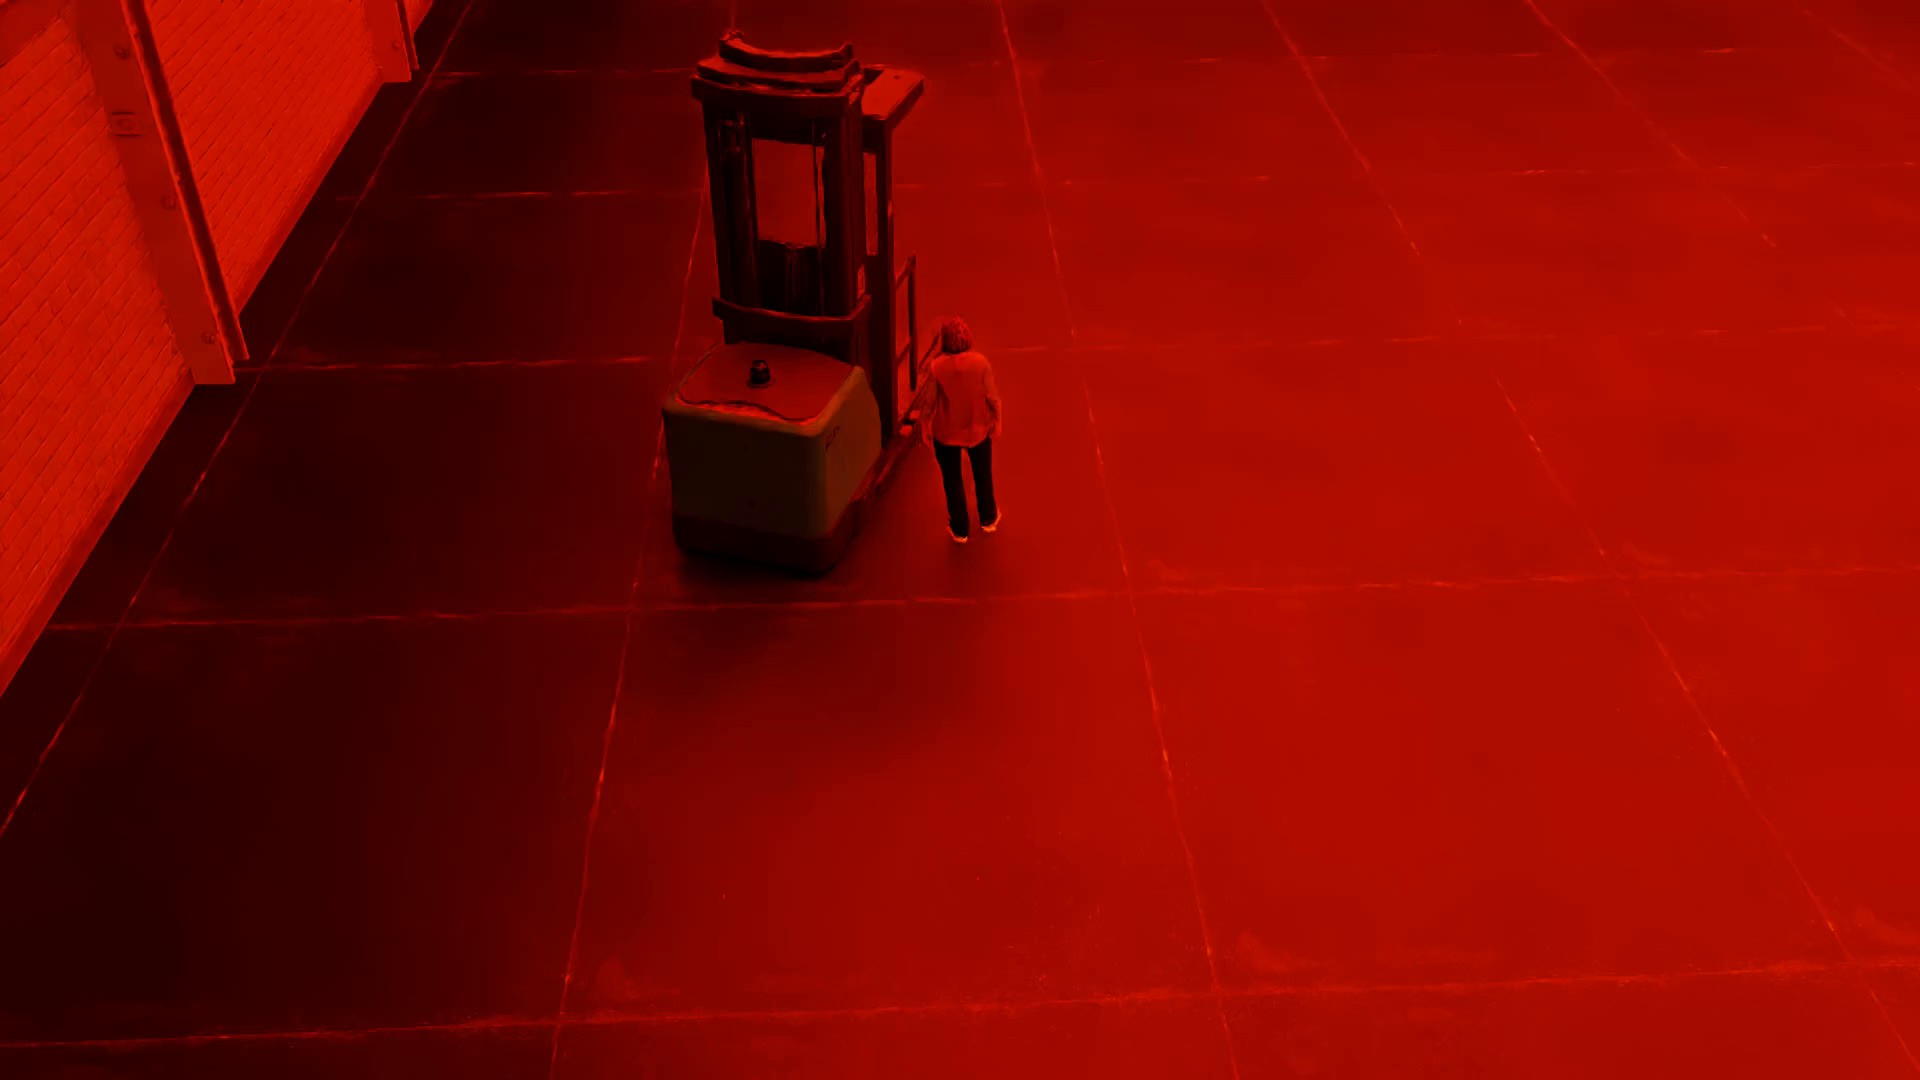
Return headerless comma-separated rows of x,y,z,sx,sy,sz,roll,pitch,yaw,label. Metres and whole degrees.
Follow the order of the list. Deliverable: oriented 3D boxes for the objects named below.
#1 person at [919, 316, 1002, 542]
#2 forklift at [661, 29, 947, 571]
0.010,-0.695,10.086,0.520,1.597,0.474,-2,36,-2,person
-0.863,-1.867,10.573,1.130,2.935,3.031,10,37,14,forklift
